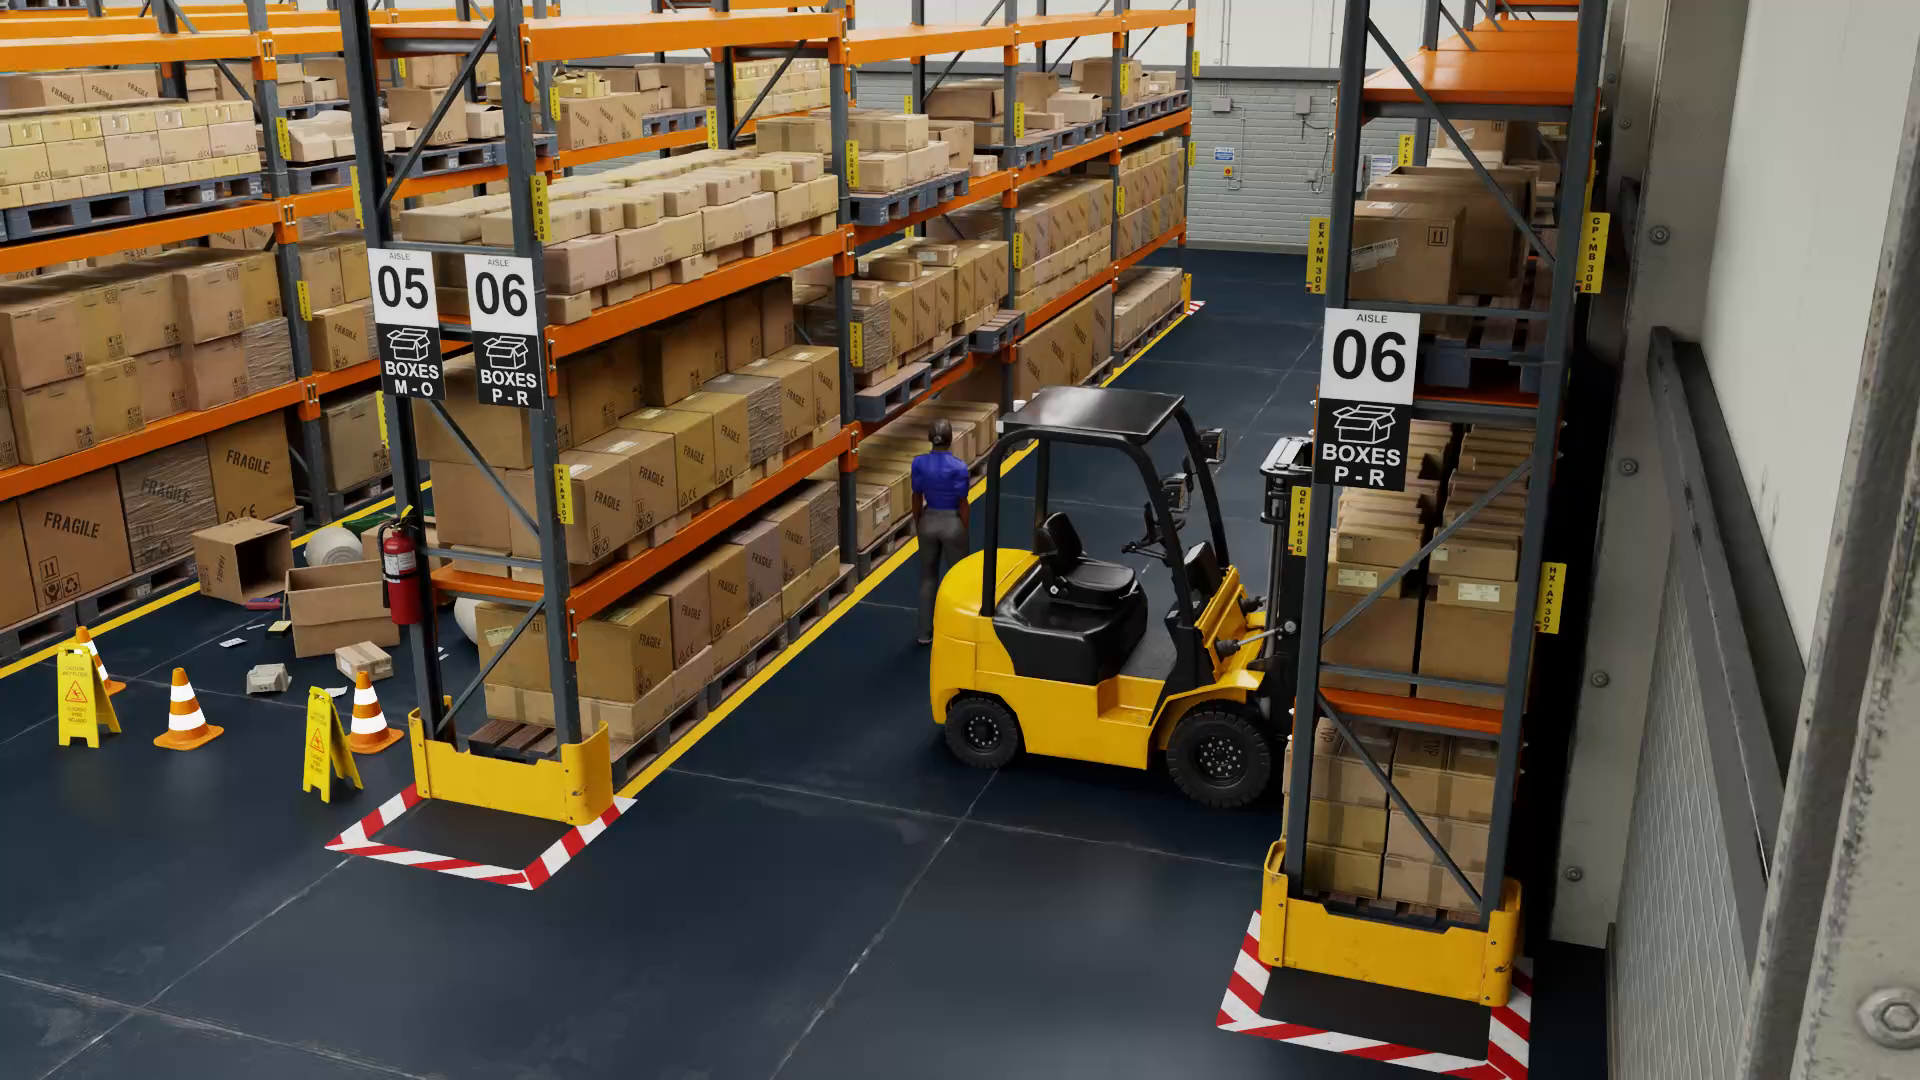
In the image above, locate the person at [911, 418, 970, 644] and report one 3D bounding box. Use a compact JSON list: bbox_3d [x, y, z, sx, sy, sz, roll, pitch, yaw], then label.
[{"bbox_3d":[-0.130,-0.058,11.751,0.438,1.657,0.302,7,20,19],"label":"person"}]
